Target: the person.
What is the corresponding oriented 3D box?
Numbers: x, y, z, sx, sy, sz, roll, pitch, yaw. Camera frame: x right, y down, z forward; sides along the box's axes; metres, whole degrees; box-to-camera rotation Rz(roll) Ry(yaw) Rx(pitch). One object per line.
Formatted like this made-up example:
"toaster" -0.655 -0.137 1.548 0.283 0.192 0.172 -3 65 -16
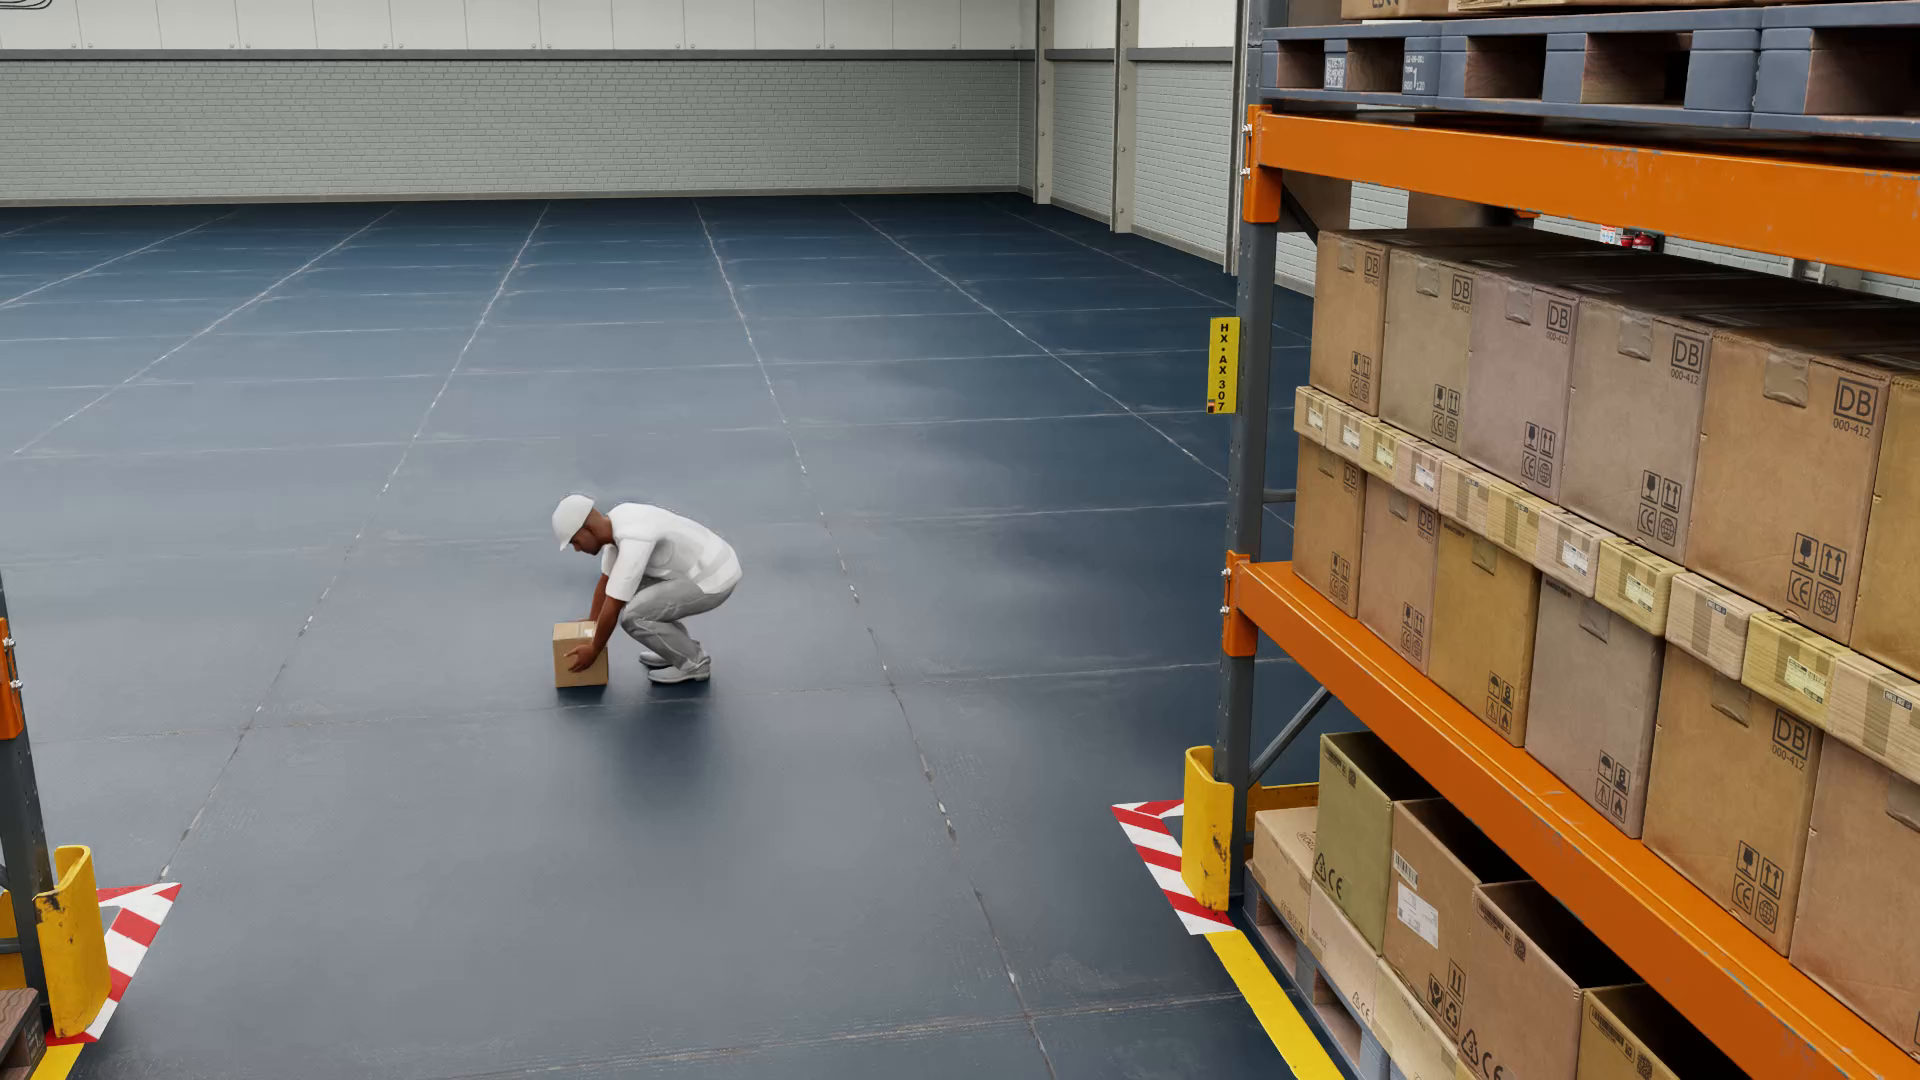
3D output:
"person" -1.525 0.222 8.187 0.898 0.957 0.576 -3 17 -11
